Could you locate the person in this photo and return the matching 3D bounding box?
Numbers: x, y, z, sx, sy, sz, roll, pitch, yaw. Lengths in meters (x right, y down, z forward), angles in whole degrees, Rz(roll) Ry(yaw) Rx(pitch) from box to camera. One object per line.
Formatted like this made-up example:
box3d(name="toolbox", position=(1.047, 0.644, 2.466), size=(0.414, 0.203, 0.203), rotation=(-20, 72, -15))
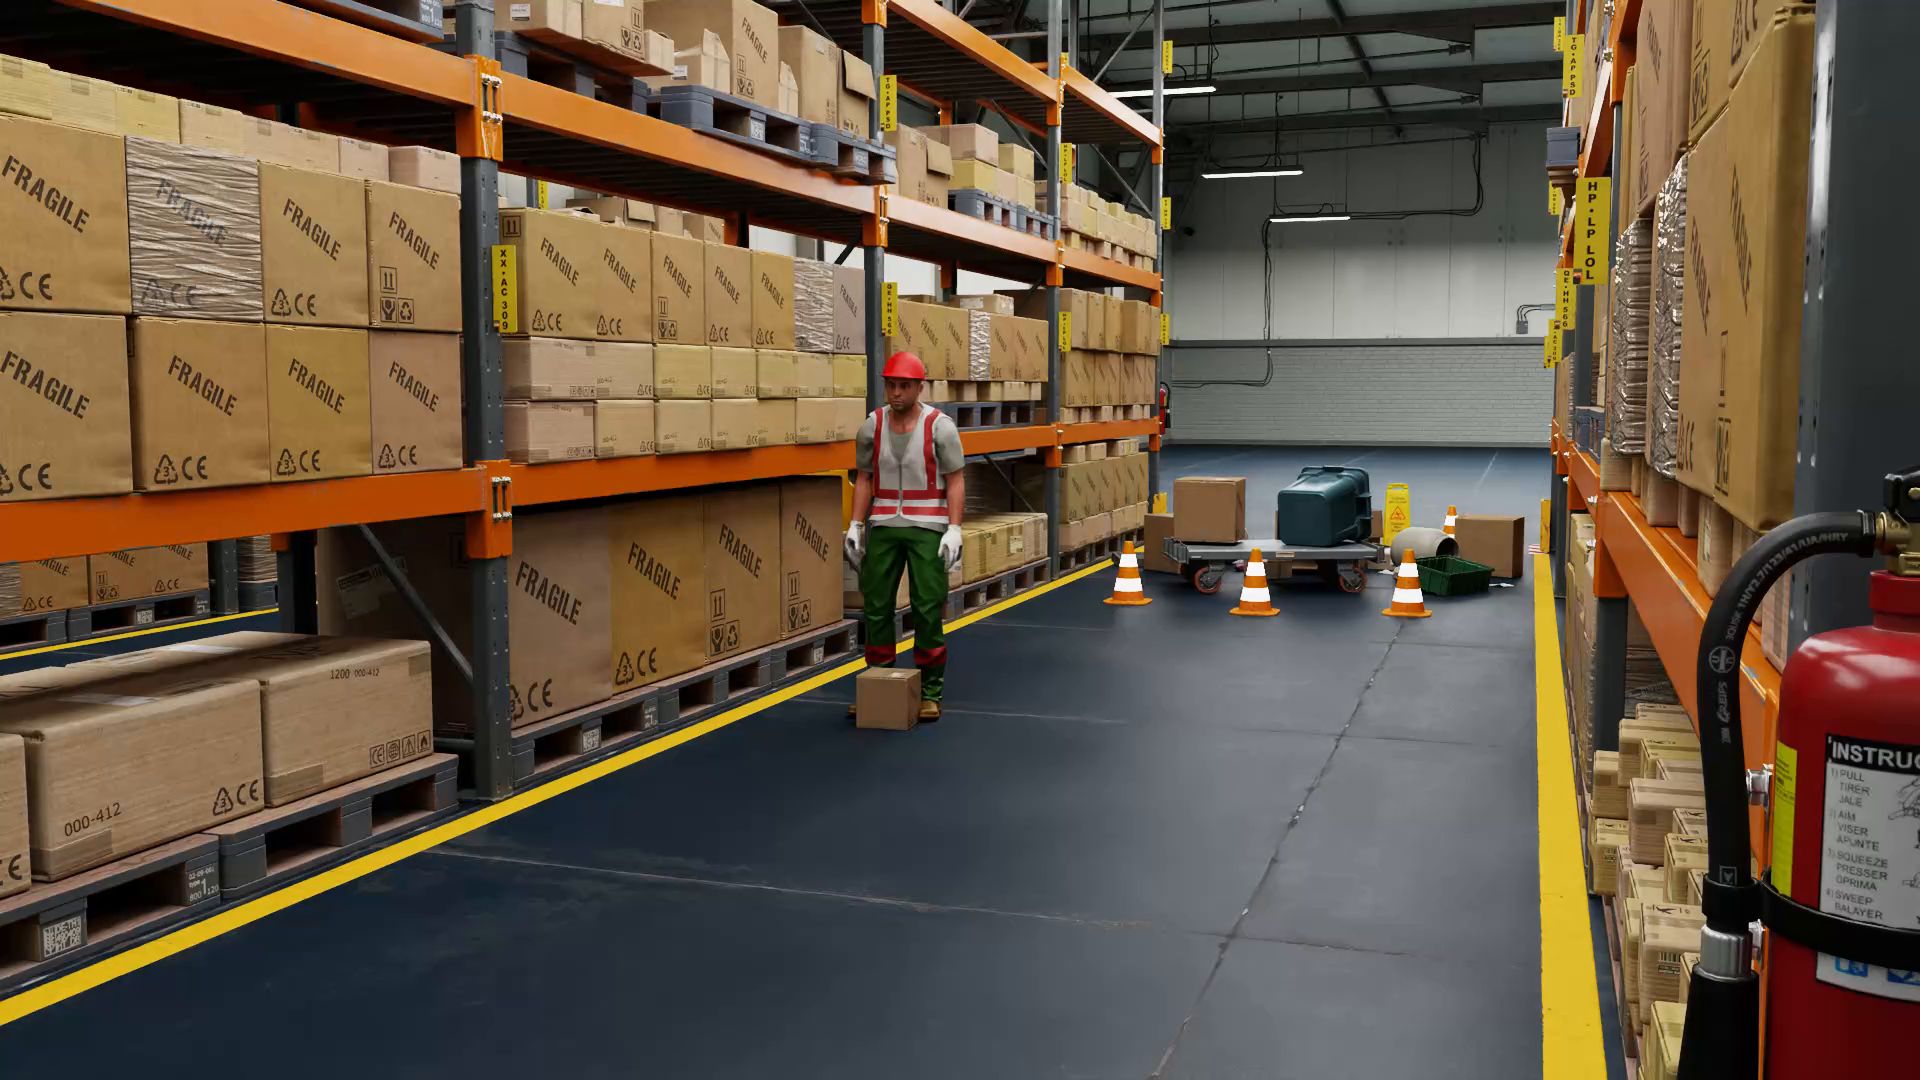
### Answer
box3d(name="person", position=(-0.269, -0.022, 8.099), size=(0.609, 1.779, 0.449), rotation=(2, 5, 19))
